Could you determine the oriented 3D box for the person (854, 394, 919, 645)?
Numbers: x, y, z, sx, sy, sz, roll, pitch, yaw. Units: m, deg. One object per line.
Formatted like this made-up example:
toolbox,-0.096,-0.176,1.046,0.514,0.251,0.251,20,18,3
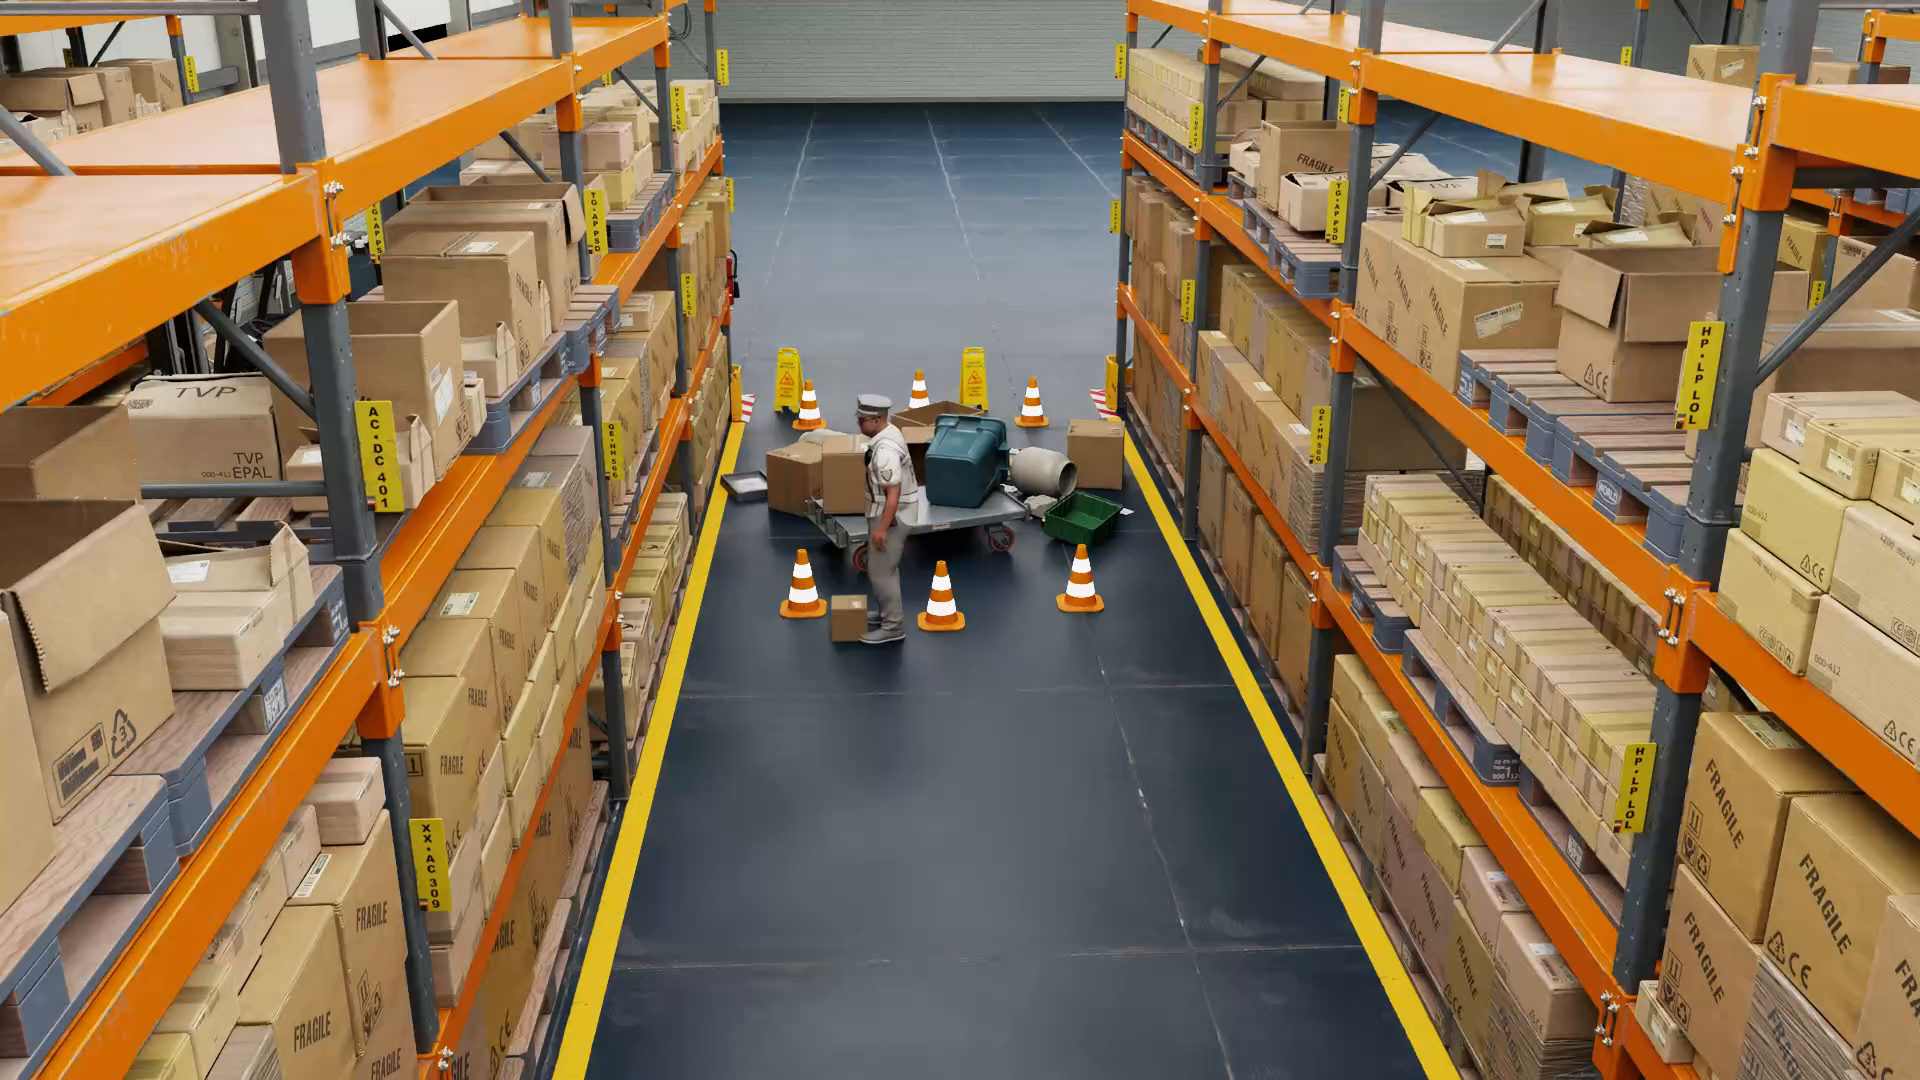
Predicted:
person,-0.508,-0.158,11.489,0.434,1.751,0.605,-2,20,-6
